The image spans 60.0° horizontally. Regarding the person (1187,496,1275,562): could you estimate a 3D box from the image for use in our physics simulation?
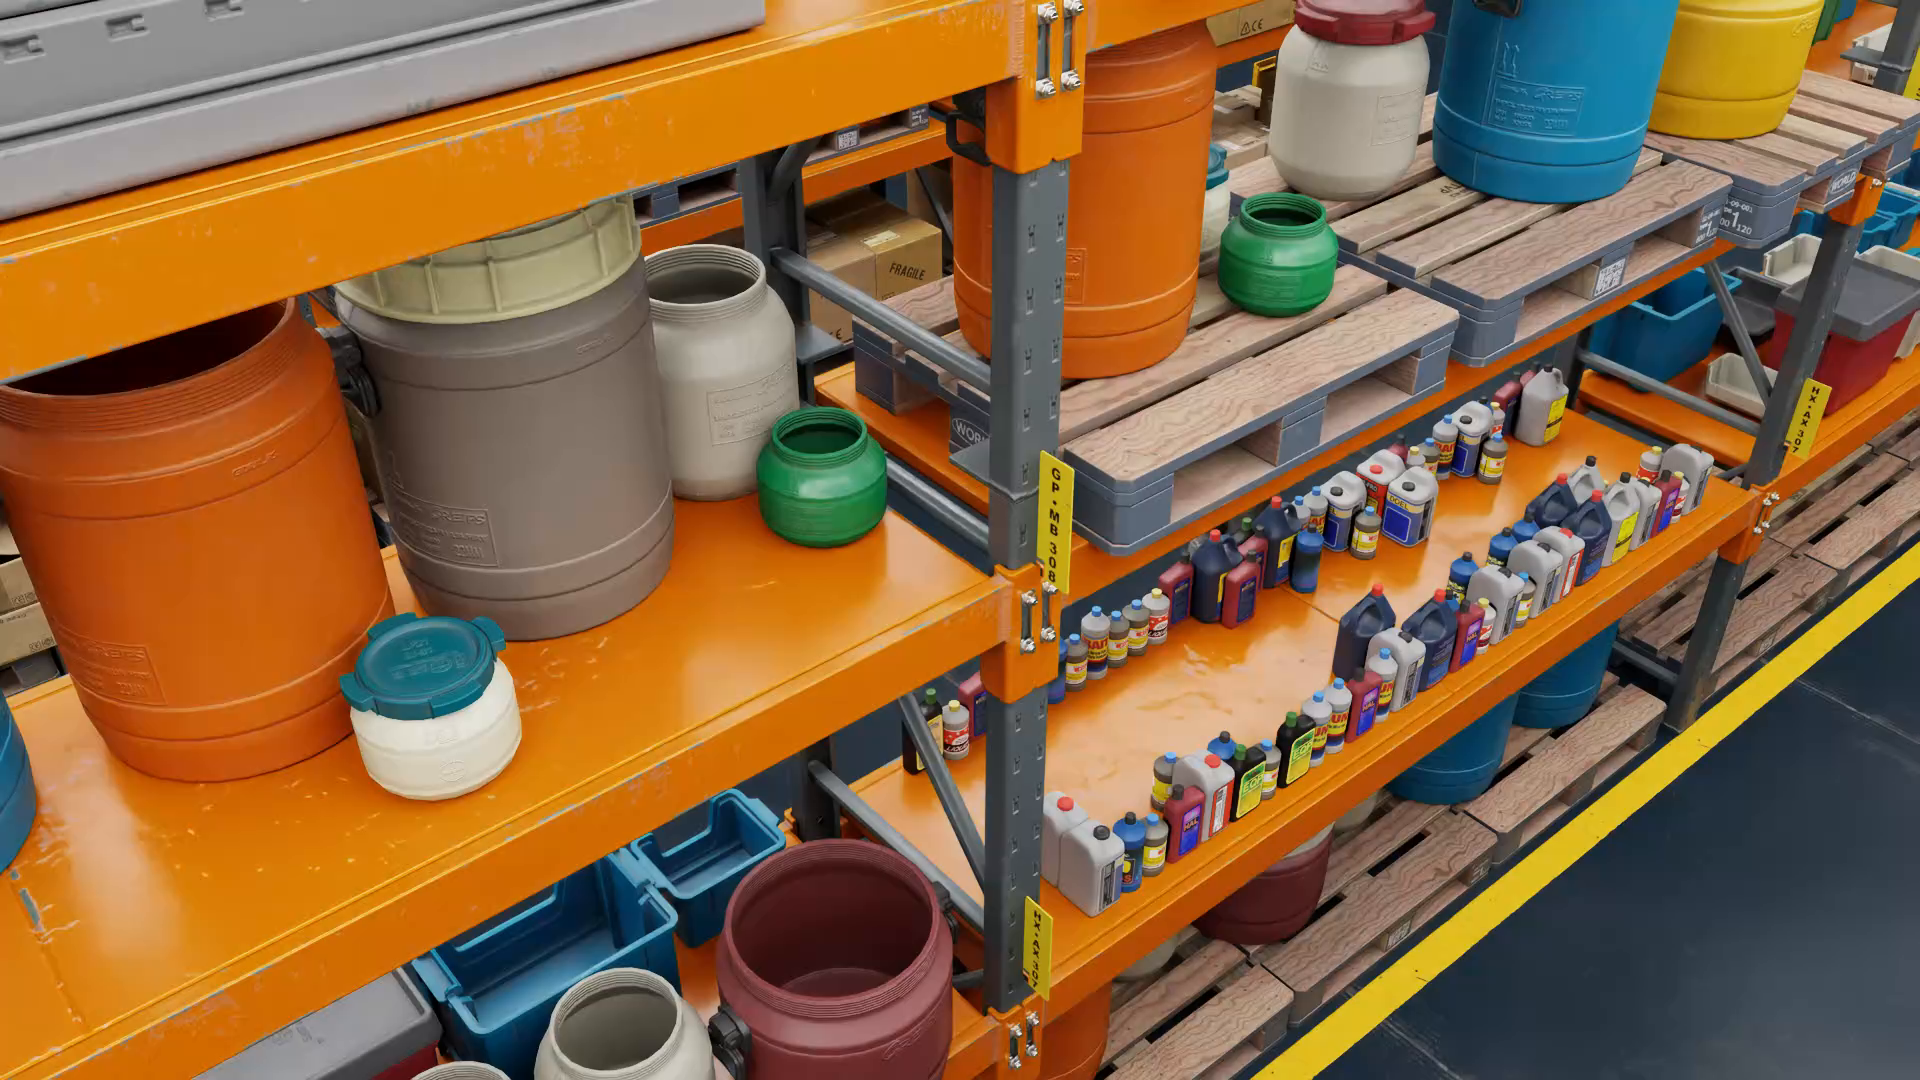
[{"bbox_3d":[1.223,-0.316,7.520,0.389,1.760,0.540,-25,43,-31],"label":"person"}]
